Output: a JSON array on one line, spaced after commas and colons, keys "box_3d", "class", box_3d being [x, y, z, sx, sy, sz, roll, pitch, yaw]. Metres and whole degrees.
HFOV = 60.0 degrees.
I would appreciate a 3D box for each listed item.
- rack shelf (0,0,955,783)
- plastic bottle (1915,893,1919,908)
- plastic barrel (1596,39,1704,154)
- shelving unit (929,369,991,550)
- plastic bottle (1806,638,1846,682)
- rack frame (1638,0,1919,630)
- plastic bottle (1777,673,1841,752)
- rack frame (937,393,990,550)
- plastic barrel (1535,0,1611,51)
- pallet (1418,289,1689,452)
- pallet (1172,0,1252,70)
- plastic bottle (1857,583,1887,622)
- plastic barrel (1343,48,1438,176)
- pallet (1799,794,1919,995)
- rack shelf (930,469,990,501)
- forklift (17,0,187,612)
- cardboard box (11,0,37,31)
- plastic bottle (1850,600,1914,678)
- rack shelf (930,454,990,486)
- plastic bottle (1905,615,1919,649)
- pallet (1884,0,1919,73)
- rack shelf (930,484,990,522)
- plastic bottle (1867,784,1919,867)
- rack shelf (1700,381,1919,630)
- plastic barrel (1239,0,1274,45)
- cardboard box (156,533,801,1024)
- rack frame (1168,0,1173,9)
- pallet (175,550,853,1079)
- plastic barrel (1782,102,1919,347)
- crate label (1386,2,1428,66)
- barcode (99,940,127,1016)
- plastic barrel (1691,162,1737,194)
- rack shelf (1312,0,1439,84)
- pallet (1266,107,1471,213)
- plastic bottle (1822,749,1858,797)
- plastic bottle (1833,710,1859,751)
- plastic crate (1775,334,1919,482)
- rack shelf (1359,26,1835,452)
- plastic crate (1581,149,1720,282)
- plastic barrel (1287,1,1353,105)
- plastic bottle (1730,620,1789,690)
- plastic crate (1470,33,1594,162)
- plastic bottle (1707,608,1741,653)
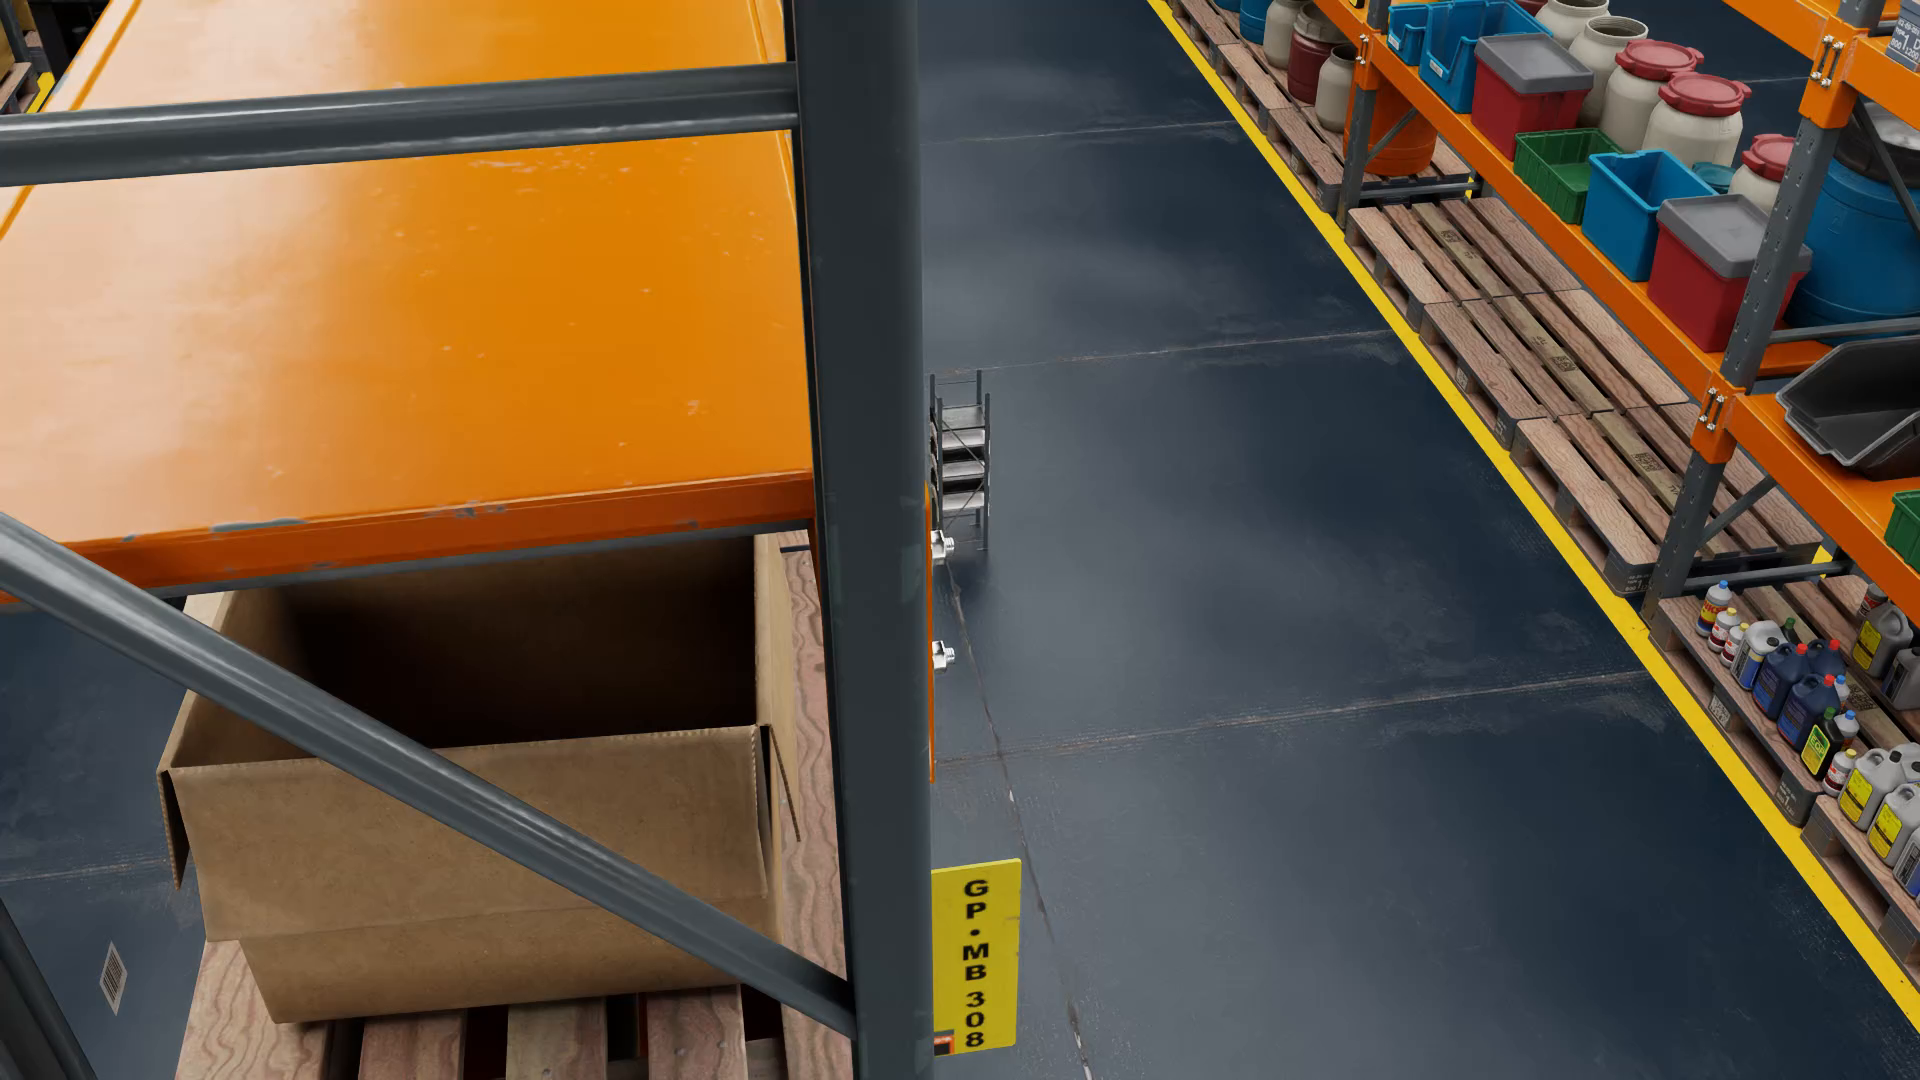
[{"box_3d": [-0.882, -1.043, 3.069, 1.077, 0.370, 4.000, -6, 38, -8], "class": "rack shelf"}, {"box_3d": [3.575, 1.247, 5.962, 0.152, 0.276, 0.135, -6, 38, -8], "class": "plastic bottle"}, {"box_3d": [3.488, -2.214, 8.443, 0.433, 0.535, 0.433, 0, 38, 0], "class": "plastic barrel"}, {"box_3d": [-0.001, -0.360, 7.880, 0.258, 0.900, 0.210, -6, 38, -8], "class": "shelving unit"}, {"box_3d": [3.520, 0.535, 6.817, 0.144, 0.351, 0.185, -6, 38, -8], "class": "plastic bottle"}, {"box_3d": [3.645, -0.854, 6.804, 1.000, 3.000, 0.127, -6, 38, -8], "class": "rack frame"}, {"box_3d": [3.411, 0.665, 6.650, 0.144, 0.351, 0.185, -8, 39, -10], "class": "plastic bottle"}, {"box_3d": [0.016, -0.299, 7.801, 0.240, 0.900, 0.006, -6, 38, -8], "class": "rack frame"}, {"box_3d": [3.334, -2.716, 9.110, 0.421, 0.512, 0.421, 0, 38, 0], "class": "plastic barrel"}, {"box_3d": [3.252, -0.961, 9.215, 1.003, 0.211, 1.213, -6, 38, -8], "class": "pallet"}, {"box_3d": [2.336, -4.114, 13.274, 1.003, 0.211, 1.213, -6, 38, -8], "class": "pallet"}, {"box_3d": [4.015, 0.263, 7.289, 0.097, 0.201, 0.097, 0, 38, 0], "class": "plastic bottle"}, {"box_3d": [2.841, -2.872, 10.829, 0.600, 0.830, 0.708, -6, 38, -8], "class": "plastic barrel"}, {"box_3d": [3.939, 1.396, 6.181, 1.003, 0.211, 1.213, -6, 38, -8], "class": "pallet"}, {"box_3d": [-0.001, -0.263, 7.956, 0.258, 0.077, 0.200, -6, 38, -8], "class": "rack shelf"}, {"box_3d": [-3.425, -1.673, 7.915, 1.130, 2.935, 3.031, -7, 38, -9], "class": "forklift"}, {"box_3d": [-7.542, -4.262, 12.886, 0.700, 0.500, 0.500, -6, 38, -7], "class": "cardboard box"}, {"box_3d": [3.899, 0.392, 7.001, 0.144, 0.351, 0.185, -6, 38, -8], "class": "plastic bottle"}, {"box_3d": [-0.001, -0.334, 7.901, 0.258, 0.077, 0.200, -6, 38, -8], "class": "rack shelf"}, {"box_3d": [4.041, 0.376, 7.021, 0.144, 0.351, 0.185, -7, 38, -9], "class": "plastic bottle"}, {"box_3d": [3.867, -1.539, 5.394, 1.213, 0.211, 1.003, -6, 38, -8], "class": "pallet"}, {"box_3d": [-0.001, -0.192, 8.011, 0.258, 0.077, 0.200, -6, 38, -8], "class": "rack shelf"}, {"box_3d": [3.518, 1.034, 6.175, 0.144, 0.351, 0.185, -5, 38, -6], "class": "plastic bottle"}, {"box_3d": [3.995, 0.638, 5.470, 1.077, 0.370, 4.000, -6, 38, -8], "class": "rack shelf"}, {"box_3d": [2.445, -4.265, 12.563, 0.600, 0.901, 0.708, -6, 38, -8], "class": "plastic barrel"}, {"box_3d": [-0.628, 0.299, 2.335, 0.797, 0.503, 0.637, -4, 38, -5], "class": "cardboard box"}, {"box_3d": [2.242, -5.686, 13.024, 1.000, 3.000, 0.127, -6, 38, -8], "class": "rack frame"}, {"box_3d": [-0.630, 0.513, 2.672, 1.003, 0.211, 1.213, -6, 38, -8], "class": "pallet"}, {"box_3d": [3.875, -1.318, 6.993, 0.600, 0.901, 0.708, -6, 38, -8], "class": "plastic barrel"}, {"box_3d": [2.648, -2.909, 9.586, 0.303, 0.233, 0.416, -6, 38, -8], "class": "crate label"}, {"box_3d": [-1.059, 0.548, 2.081, 0.001, 0.075, 0.075, -6, 38, -8], "class": "barcode"}, {"box_3d": [3.564, -1.615, 7.897, 0.301, 0.262, 0.301, 0, 38, 0], "class": "plastic barrel"}, {"box_3d": [2.593, -4.194, 11.690, 1.077, 0.370, 4.000, -6, 38, -8], "class": "rack shelf"}, {"box_3d": [2.764, -2.640, 11.377, 1.003, 0.211, 1.213, -6, 38, -8], "class": "pallet"}, {"box_3d": [3.437, 0.897, 6.473, 0.097, 0.201, 0.097, 0, 38, 0], "class": "plastic bottle"}, {"box_3d": [3.473, 0.781, 6.565, 0.097, 0.271, 0.097, 0, 38, 0], "class": "plastic bottle"}, {"box_3d": [3.611, -0.500, 6.399, 0.767, 0.338, 0.504, -6, 38, -8], "class": "plastic crate"}, {"box_3d": [3.294, -1.778, 8.580, 1.077, 0.370, 4.000, -6, 38, -8], "class": "rack shelf"}, {"box_3d": [3.145, -1.480, 7.624, 0.392, 0.384, 0.575, -6, 38, -8], "class": "plastic crate"}, {"box_3d": [2.643, -3.459, 11.781, 0.600, 0.588, 0.708, -6, 38, -8], "class": "plastic barrel"}, {"box_3d": [3.353, 0.480, 6.949, 0.152, 0.276, 0.135, -5, 38, -6], "class": "plastic bottle"}, {"box_3d": [2.926, -2.286, 8.596, 0.402, 0.464, 0.583, -6, 38, -8], "class": "plastic crate"}, {"box_3d": [3.287, 0.378, 7.140, 0.097, 0.201, 0.097, 0, 38, 0], "class": "plastic bottle"}]
